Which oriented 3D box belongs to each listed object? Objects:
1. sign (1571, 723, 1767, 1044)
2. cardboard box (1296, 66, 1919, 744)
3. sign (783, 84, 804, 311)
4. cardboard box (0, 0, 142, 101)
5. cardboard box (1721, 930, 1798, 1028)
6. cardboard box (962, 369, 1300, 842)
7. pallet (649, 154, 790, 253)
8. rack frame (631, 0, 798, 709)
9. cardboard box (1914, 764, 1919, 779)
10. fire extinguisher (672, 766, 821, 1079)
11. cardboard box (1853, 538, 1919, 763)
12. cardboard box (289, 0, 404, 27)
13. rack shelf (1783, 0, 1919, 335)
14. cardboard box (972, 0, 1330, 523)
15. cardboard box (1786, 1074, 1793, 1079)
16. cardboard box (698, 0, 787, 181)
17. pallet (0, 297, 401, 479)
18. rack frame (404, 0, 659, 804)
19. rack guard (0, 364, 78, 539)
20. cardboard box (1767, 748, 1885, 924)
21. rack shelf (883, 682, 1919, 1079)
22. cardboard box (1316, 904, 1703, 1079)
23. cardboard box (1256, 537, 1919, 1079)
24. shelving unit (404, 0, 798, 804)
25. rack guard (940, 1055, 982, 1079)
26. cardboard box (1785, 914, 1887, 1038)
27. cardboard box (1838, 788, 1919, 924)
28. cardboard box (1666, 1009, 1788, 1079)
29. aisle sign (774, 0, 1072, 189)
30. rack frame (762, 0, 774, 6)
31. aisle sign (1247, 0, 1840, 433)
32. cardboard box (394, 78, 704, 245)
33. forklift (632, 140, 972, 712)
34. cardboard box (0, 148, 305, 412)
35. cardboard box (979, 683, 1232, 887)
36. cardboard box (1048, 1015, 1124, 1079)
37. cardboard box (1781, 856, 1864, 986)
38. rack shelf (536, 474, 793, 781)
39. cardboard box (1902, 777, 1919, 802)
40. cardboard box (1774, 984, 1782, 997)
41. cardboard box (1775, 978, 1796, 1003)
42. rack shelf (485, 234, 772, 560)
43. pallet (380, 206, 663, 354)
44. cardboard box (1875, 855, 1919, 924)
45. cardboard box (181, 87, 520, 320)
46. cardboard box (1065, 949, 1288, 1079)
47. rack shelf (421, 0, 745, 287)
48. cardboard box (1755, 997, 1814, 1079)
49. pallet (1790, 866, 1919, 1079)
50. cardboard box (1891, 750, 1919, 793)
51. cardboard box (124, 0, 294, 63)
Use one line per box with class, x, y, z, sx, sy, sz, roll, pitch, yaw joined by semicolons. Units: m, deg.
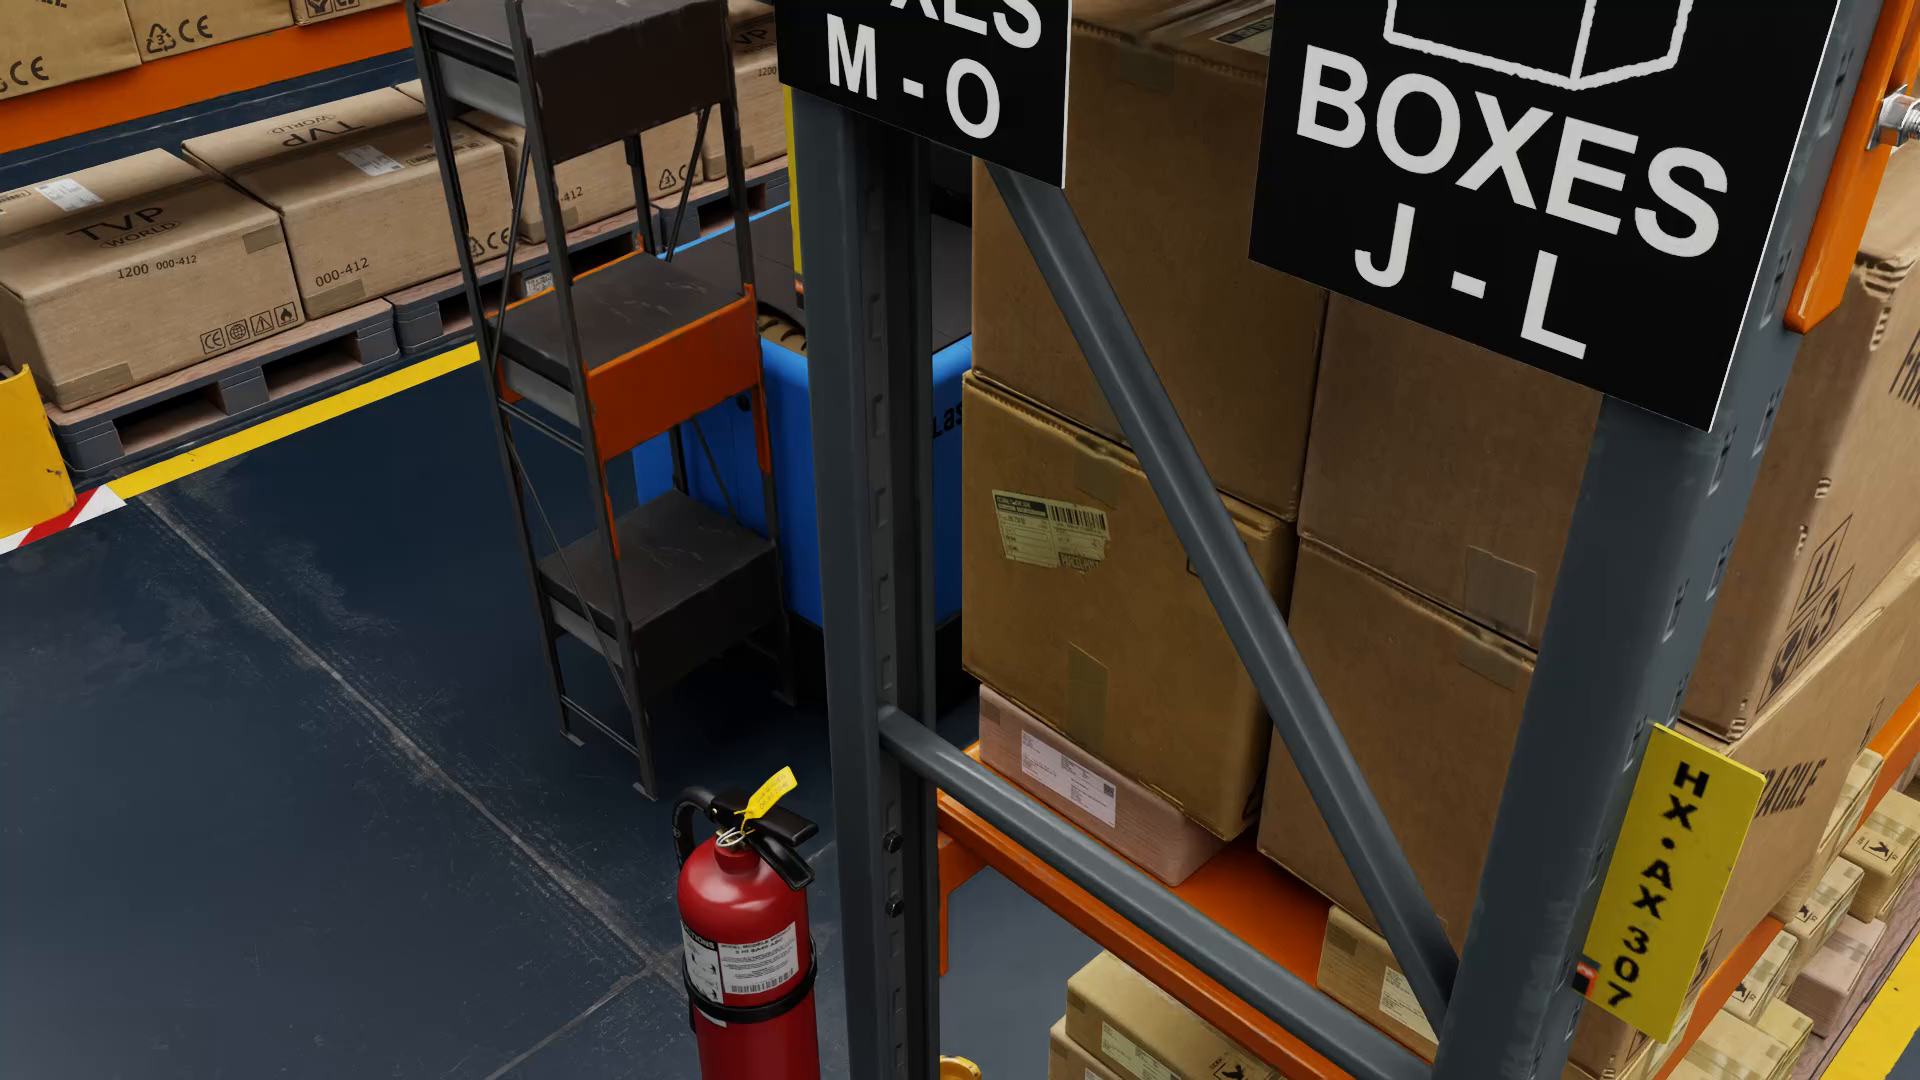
sign;0.603;0.302;1.438;0.100;0.325;0.005;30;45;35
cardboard box;0.722;-0.210;1.707;0.500;0.500;0.500;29;44;35
sign;-0.162;-0.398;1.910;0.100;0.325;0.005;30;45;35
cardboard box;-2.824;-1.635;4.885;0.500;0.500;0.500;29;44;35
cardboard box;1.321;0.771;3.127;0.380;0.149;0.250;27;43;33
cardboard box;0.352;-0.010;2.295;0.500;0.500;0.500;-29;44;-35
pallet;-1.139;-1.718;7.529;1.003;0.211;1.213;30;45;35
rack frame;-0.617;-0.467;4.062;0.400;2.100;0.015;28;45;34
cardboard box;2.103;0.376;3.693;0.380;0.149;0.250;28;44;34
fire extinguisher;-0.287;0.540;2.248;0.296;0.674;0.183;30;45;35
cardboard box;1.089;-0.023;2.313;0.500;0.500;0.500;30;45;35
cardboard box;-2.117;-2.051;5.482;0.500;0.500;0.500;29;44;35
rack shelf;1.627;-1.308;2.511;1.077;0.370;4.000;30;45;35
cardboard box;0.363;-0.420;2.009;0.500;0.500;0.500;29;44;34
cardboard box;1.368;1.050;3.248;0.250;0.149;0.380;-29;44;-35
cardboard box;-1.067;-2.049;7.438;0.875;0.438;0.875;29;44;35
pallet;-2.859;-0.728;6.109;1.003;0.211;1.213;30;45;35
rack frame;-0.946;-0.251;3.773;0.400;2.100;0.015;28;45;34
rack guard;-3.383;-0.480;5.502;1.175;0.500;0.348;30;45;35
cardboard box;1.056;0.335;2.367;0.380;0.149;0.250;28;44;34
rack shelf;1.627;-0.078;3.369;1.077;0.370;4.000;30;45;35
cardboard box;0.678;0.542;2.070;0.380;0.149;0.250;29;44;35
cardboard box;0.730;0.205;1.987;0.500;0.500;0.500;-28;43;-34
shelving unit;-0.782;-0.359;3.917;0.431;2.100;0.503;28;45;34
rack guard;0.271;1.433;2.758;1.175;0.500;0.348;30;45;35
cardboard box;1.718;0.842;3.546;0.380;0.149;0.250;27;43;33
cardboard box;1.741;0.574;3.410;0.250;0.149;0.380;-29;44;-35
cardboard box;1.205;0.905;2.935;0.380;0.149;0.250;29;44;35
aisle sign;-0.047;-0.719;1.386;0.394;0.787;0.004;30;45;35
rack frame;-0.548;-3.139;7.129;1.000;3.000;0.127;30;45;35
aisle sign;0.379;-0.477;1.039;0.394;0.787;0.004;30;45;35
cardboard box;-1.697;-1.685;6.917;0.875;0.438;0.875;28;44;34
forklift;0.412;-1.469;4.795;1.130;2.935;3.031;27;43;33
cardboard box;-2.972;-0.945;5.855;0.875;0.438;0.875;28;44;34
cardboard box;0.247;0.295;2.424;0.380;0.149;0.250;30;45;35
cardboard box;0.387;0.984;3.081;0.380;0.149;0.250;28;44;34
cardboard box;1.523;0.662;3.283;0.250;0.149;0.380;-28;44;-34
rack shelf;-0.769;0.219;4.337;0.431;0.518;0.480;28;45;34
cardboard box;2.066;0.451;3.846;0.380;0.149;0.250;27;43;33
cardboard box;1.489;0.775;3.382;0.380;0.149;0.250;27;43;33
cardboard box;1.480;0.908;3.451;0.380;0.149;0.250;30;45;35
rack shelf;-0.781;-0.348;3.925;0.431;0.518;0.480;28;45;34
pallet;-1.999;-1.220;6.816;1.003;0.211;1.213;30;45;35
cardboard box;1.894;0.719;3.722;0.380;0.149;0.250;30;45;35
cardboard box;-2.333;-1.320;6.393;0.875;0.438;0.875;-29;44;-34
cardboard box;0.411;0.875;2.979;0.250;0.149;0.380;-29;44;-35
rack shelf;-0.794;-0.914;3.514;0.431;0.518;0.480;28;45;34
cardboard box;1.369;0.921;3.173;0.250;0.149;0.380;-28;44;-34
pallet;1.728;0.743;4.000;1.003;0.211;1.213;30;45;35
cardboard box;1.850;0.433;3.612;0.380;0.149;0.250;30;45;35
cardboard box;-2.488;-1.852;5.196;0.500;0.500;0.500;29;44;35
